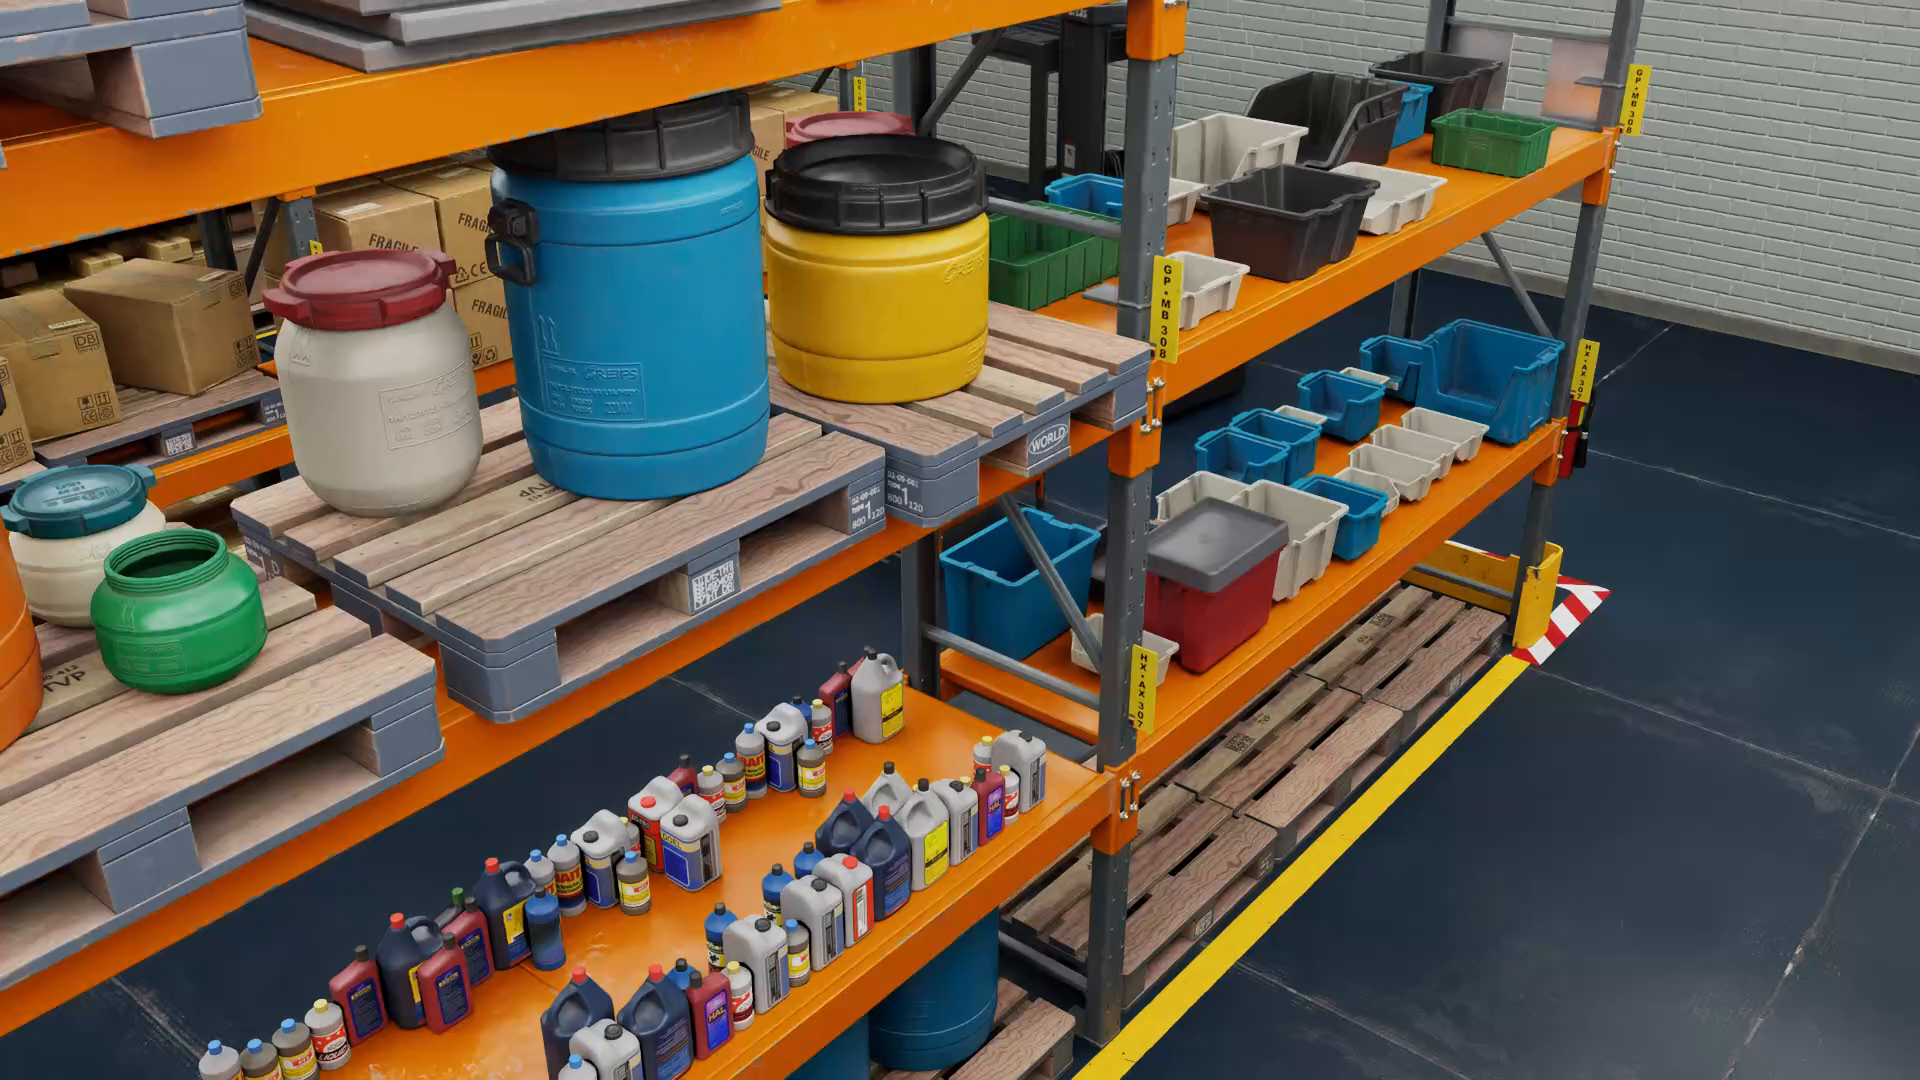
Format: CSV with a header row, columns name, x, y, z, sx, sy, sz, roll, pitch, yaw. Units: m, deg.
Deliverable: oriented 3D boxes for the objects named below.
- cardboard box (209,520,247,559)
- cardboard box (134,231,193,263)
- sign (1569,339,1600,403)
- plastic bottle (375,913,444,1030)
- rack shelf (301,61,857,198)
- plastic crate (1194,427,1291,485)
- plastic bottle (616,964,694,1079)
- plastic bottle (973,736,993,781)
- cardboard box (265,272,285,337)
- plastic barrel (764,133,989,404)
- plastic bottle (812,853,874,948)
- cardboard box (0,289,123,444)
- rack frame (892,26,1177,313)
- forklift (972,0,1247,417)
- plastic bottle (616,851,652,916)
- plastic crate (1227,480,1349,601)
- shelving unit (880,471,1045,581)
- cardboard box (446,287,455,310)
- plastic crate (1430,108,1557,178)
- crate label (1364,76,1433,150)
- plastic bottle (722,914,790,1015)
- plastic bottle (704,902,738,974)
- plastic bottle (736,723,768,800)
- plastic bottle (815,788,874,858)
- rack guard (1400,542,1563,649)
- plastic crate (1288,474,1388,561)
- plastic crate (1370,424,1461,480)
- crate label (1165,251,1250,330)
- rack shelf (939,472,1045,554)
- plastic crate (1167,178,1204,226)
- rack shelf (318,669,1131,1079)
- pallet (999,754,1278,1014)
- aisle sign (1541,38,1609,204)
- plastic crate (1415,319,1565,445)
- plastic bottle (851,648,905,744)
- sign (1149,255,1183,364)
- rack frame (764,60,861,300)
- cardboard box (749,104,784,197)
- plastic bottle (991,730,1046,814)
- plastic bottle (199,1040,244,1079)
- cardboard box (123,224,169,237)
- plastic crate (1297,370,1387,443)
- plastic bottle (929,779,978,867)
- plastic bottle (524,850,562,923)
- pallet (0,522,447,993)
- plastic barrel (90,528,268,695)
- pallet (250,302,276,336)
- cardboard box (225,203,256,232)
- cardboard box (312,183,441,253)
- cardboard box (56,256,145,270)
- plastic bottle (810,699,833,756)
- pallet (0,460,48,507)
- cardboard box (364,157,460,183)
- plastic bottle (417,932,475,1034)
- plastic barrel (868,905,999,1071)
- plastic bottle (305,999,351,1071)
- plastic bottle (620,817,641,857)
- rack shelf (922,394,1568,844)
name,x,y,z,sx,sy,sz,roll,pitch,yaw
cardboard box,-3.710,0.199,8.842,0.500,0.500,0.500,21,34,34
cardboard box,-6.196,-2.274,12.938,0.380,0.149,0.250,20,33,33
sign,3.182,-0.861,8.472,0.100,0.325,0.005,21,34,34
plastic bottle,-1.553,1.197,4.725,0.144,0.351,0.185,21,34,34
rack shelf,-2.345,-2.696,9.716,1.077,0.370,4.000,21,34,34
plastic crate,1.308,-0.331,7.743,0.416,0.233,0.300,21,34,34
plastic bottle,-0.830,1.309,4.509,0.144,0.351,0.185,21,34,34
plastic bottle,0.094,0.767,5.718,0.097,0.201,0.097,0,27,0
cardboard box,-3.497,-1.271,9.333,0.500,0.500,0.500,21,34,35
plastic barrel,-0.221,-0.745,4.499,0.600,0.588,0.600,0,27,0
plastic bottle,-0.352,1.072,5.048,0.152,0.276,0.135,21,34,34
cardboard box,-4.479,-0.840,8.044,0.500,0.500,0.700,-22,35,-36
rack frame,0.203,-2.190,4.689,1.000,3.000,0.127,21,34,34
forklift,0.777,-2.760,12.396,1.130,2.935,3.031,-21,34,-35
plastic bottle,-1.014,1.056,5.160,0.097,0.201,0.097,0,27,0
plastic crate,1.316,0.013,7.024,0.437,0.282,0.530,21,34,34
shelving unit,0.004,-0.502,9.996,0.538,1.125,1.048,21,34,34
cardboard box,-3.082,-1.120,9.041,0.500,0.500,0.500,22,34,36
plastic crate,2.340,-1.749,7.331,0.450,0.188,0.336,21,34,34
crate label,1.911,-1.977,7.704,0.408,0.251,0.502,21,34,34
plastic bottle,-0.585,1.202,4.796,0.152,0.276,0.135,21,34,34
plastic bottle,-0.693,1.174,4.855,0.097,0.271,0.097,0,27,0
plastic bottle,-0.713,0.747,5.681,0.097,0.271,0.097,0,27,0
plastic bottle,-0.358,0.942,5.219,0.144,0.351,0.185,21,34,34
rack guard,2.752,0.154,9.407,1.175,0.500,0.348,21,34,34
plastic crate,1.639,-0.093,7.282,0.416,0.233,0.300,21,34,34
plastic crate,2.173,-0.412,8.004,0.396,0.136,0.243,21,34,34
crate label,0.737,-0.830,5.611,0.293,0.136,0.466,21,34,34
rack shelf,0.004,-0.285,10.109,0.538,0.278,1.000,21,34,34
plastic crate,0.718,-1.303,6.526,0.293,0.136,0.466,21,34,34
rack shelf,-1.069,1.503,4.862,1.077,0.370,4.000,21,34,34
pallet,0.641,1.441,7.234,1.003,0.211,1.213,21,34,34
aisle sign,3.019,-2.038,8.096,0.394,0.787,0.004,21,34,34
plastic crate,2.678,-0.813,8.452,0.616,0.435,0.499,21,34,34
plastic bottle,-0.297,0.541,5.993,0.144,0.351,0.185,21,34,34
sign,0.626,-0.700,5.065,0.100,0.325,0.005,21,34,34
rack frame,-1.073,-2.393,11.610,1.000,3.000,0.127,21,34,34
cardboard box,-1.464,-2.463,10.550,0.500,0.500,0.500,22,34,36
plastic bottle,0.202,0.764,5.644,0.152,0.276,0.135,21,34,34
plastic bottle,-1.931,1.426,4.368,0.097,0.271,0.097,0,27,0
cardboard box,-6.470,-2.397,13.177,0.380,0.149,0.250,21,34,35
plastic crate,1.917,-0.671,8.400,0.416,0.233,0.300,21,34,34
plastic bottle,-0.031,0.894,5.393,0.152,0.276,0.135,21,34,34
plastic bottle,-1.279,1.063,5.071,0.097,0.271,0.097,0,27,0
pallet,-1.779,0.402,3.150,1.003,0.211,1.213,21,34,34
plastic barrel,-1.490,0.135,3.173,0.294,0.245,0.294,0,27,0
pallet,-6.122,-1.863,13.622,1.003,0.211,1.213,21,34,34
cardboard box,-5.983,-2.670,13.704,0.380,0.149,0.250,21,34,35
cardboard box,-3.100,-1.548,8.780,0.500,0.500,0.500,22,34,36
cardboard box,-6.565,-1.909,12.940,0.700,0.500,0.500,20,34,34
plastic bottle,-0.504,0.662,5.922,0.097,0.201,0.097,0,27,0
pallet,-4.928,-0.162,7.507,1.003,0.211,1.213,21,34,34
cardboard box,-3.171,-1.900,9.462,0.500,0.500,0.500,20,33,33
plastic bottle,-1.457,1.248,4.700,0.061,0.283,0.133,21,34,34
plastic barrel,-0.156,1.408,6.090,0.600,0.901,0.708,21,34,34
plastic bottle,-1.746,1.354,4.584,0.097,0.201,0.097,0,27,0
plastic bottle,-1.069,0.977,5.313,0.097,0.201,0.097,0,27,0
rack shelf,1.475,0.085,7.604,1.077,0.370,4.000,21,34,34
